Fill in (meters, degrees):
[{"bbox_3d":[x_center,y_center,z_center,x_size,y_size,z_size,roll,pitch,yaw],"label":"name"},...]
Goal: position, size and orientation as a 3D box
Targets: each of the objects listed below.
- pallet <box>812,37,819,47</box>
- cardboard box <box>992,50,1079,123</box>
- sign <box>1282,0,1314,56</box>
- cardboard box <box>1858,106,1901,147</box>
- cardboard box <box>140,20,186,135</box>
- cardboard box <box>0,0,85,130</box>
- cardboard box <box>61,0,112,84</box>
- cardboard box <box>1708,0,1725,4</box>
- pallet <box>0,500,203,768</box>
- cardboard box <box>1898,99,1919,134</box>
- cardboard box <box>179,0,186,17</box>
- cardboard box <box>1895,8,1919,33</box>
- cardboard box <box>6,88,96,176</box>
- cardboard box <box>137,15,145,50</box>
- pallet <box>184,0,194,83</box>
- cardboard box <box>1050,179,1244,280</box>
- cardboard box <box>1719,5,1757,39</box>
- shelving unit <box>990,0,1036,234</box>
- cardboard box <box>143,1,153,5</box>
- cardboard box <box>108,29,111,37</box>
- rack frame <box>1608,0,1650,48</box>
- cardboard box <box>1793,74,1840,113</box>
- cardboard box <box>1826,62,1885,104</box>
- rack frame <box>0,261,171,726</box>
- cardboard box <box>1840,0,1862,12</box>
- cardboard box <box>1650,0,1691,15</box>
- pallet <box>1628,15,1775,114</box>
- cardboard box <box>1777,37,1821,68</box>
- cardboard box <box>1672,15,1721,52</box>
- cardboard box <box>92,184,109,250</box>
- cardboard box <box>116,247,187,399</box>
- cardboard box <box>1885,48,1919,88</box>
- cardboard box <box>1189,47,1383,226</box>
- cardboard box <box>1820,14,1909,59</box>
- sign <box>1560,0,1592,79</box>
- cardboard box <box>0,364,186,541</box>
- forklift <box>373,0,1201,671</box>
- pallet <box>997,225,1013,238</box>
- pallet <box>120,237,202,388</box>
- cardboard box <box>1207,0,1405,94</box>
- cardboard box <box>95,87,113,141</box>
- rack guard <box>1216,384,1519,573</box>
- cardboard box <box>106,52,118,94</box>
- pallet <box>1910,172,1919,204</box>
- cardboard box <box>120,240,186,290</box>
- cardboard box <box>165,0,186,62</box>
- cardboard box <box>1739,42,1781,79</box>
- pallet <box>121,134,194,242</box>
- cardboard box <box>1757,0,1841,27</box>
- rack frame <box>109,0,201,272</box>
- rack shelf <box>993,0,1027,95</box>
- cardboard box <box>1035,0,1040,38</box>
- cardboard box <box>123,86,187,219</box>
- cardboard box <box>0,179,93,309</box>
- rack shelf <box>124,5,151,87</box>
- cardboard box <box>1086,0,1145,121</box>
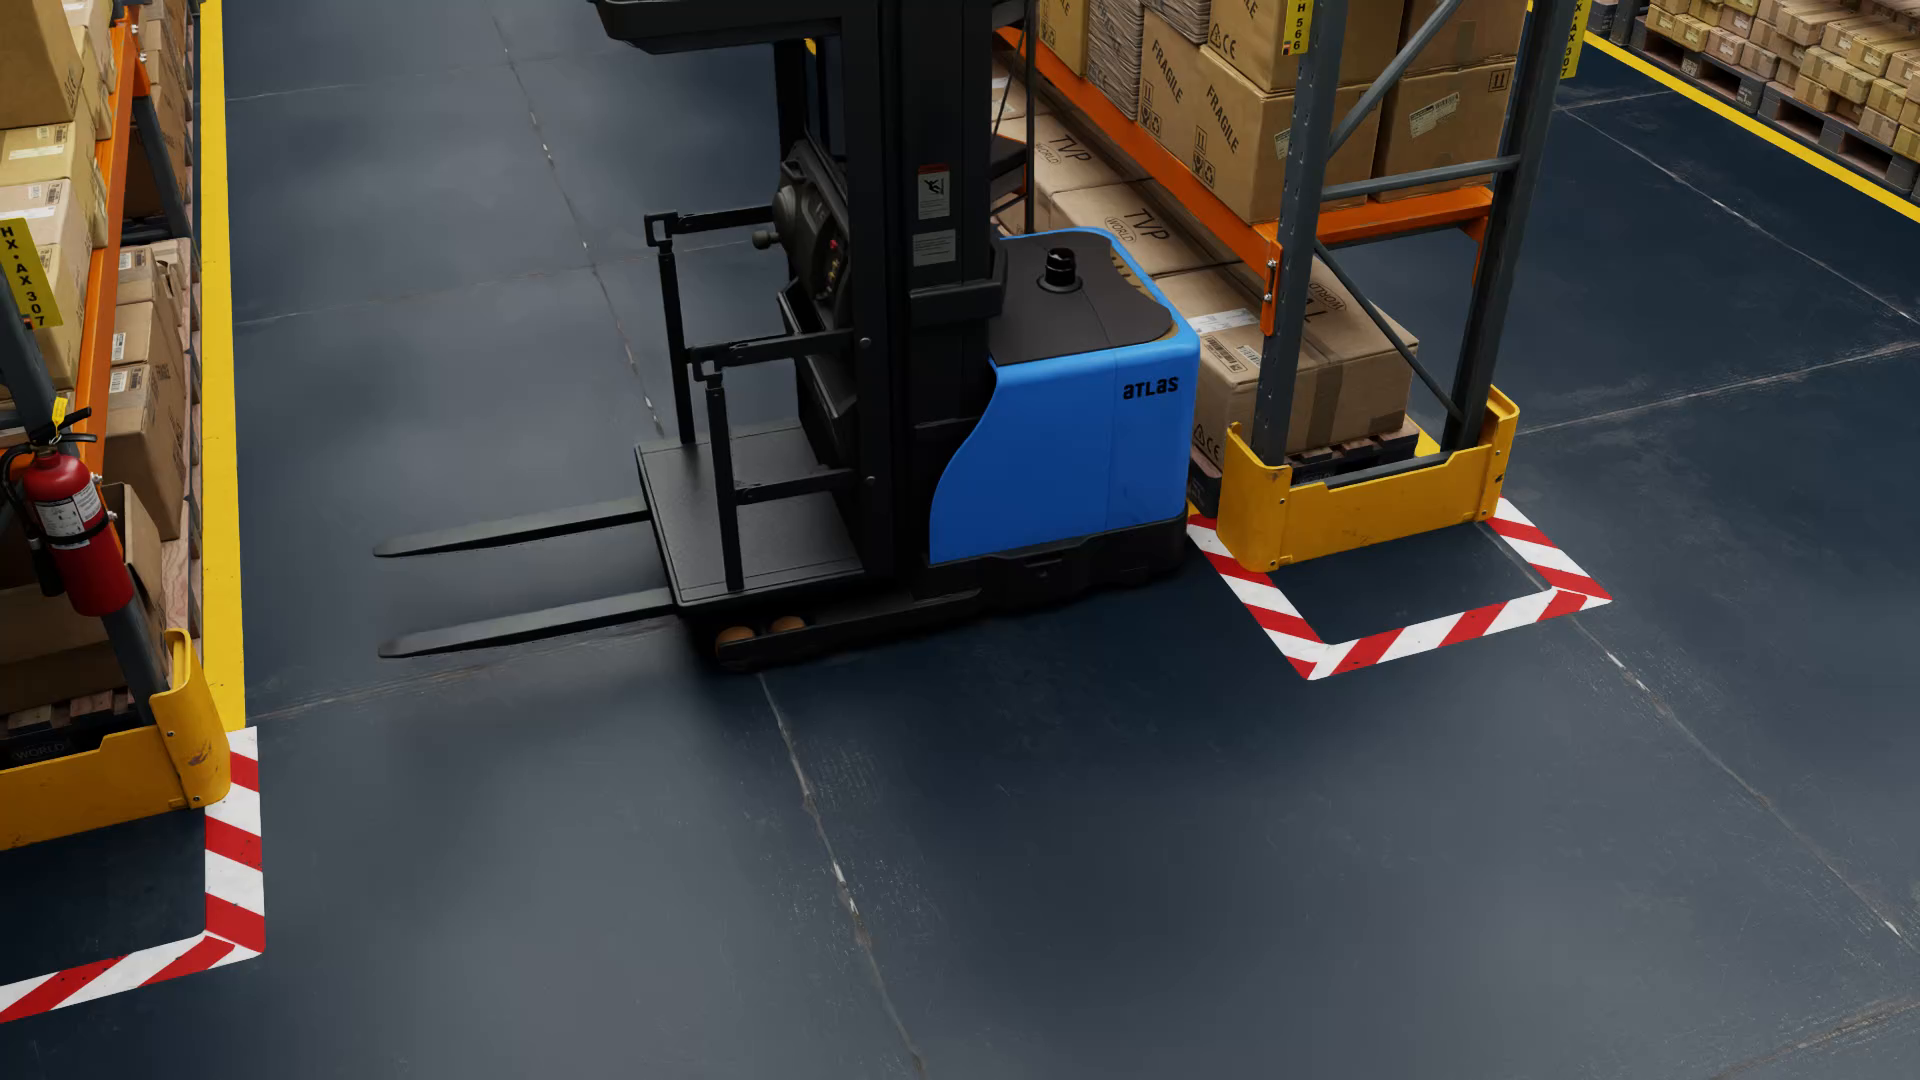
[{"bbox_3d":[-0.511,-3.544,11.279,1.003,0.211,1.213,-12,39,-16],"label":"pallet"},{"bbox_3d":[0.364,-2.314,9.110,0.875,0.438,0.875,-13,39,-17],"label":"cardboard box"},{"bbox_3d":[1.111,-1.740,5.407,0.100,0.325,0.005,-12,39,-16],"label":"sign"},{"bbox_3d":[5.349,-2.370,9.424,0.380,0.149,0.250,-12,39,-15],"label":"cardboard box"},{"bbox_3d":[-4.726,-2.588,9.421,0.500,0.500,0.500,-14,39,-17],"label":"cardboard box"},{"bbox_3d":[-3.454,-1.775,5.868,0.500,0.500,0.500,-11,38,-15],"label":"cardboard box"},{"bbox_3d":[-3.820,-2.059,6.867,0.500,0.250,0.500,-12,39,-16],"label":"cardboard box"},{"bbox_3d":[4.825,-3.490,10.416,0.380,0.149,0.250,-11,38,-14],"label":"cardboard box"},{"bbox_3d":[-3.335,0.364,6.092,1.003,0.211,1.213,-12,39,-16],"label":"pallet"},{"bbox_3d":[5.418,-2.339,9.135,0.380,0.149,0.250,-12,39,-15],"label":"cardboard box"},{"bbox_3d":[-5.440,-3.752,10.966,0.500,0.500,0.500,-11,38,-15],"label":"cardboard box"},{"bbox_3d":[5.746,-3.027,9.801,0.380,0.149,0.250,-14,39,-18],"label":"cardboard box"},{"bbox_3d":[-3.484,-1.483,6.103,0.500,0.250,0.500,-13,39,-17],"label":"cardboard box"},{"bbox_3d":[-4.709,-2.787,9.146,0.380,0.149,0.250,-13,39,-16],"label":"cardboard box"},{"bbox_3d":[-5.566,-3.233,10.867,1.003,0.211,1.213,-12,39,-16],"label":"pallet"},{"bbox_3d":[0.981,-1.299,7.762,0.875,0.438,0.875,-11,38,-15],"label":"cardboard box"},{"bbox_3d":[4.975,-3.251,10.346,0.380,0.149,0.250,-13,39,-16],"label":"cardboard box"},{"bbox_3d":[-0.014,-1.440,6.907,0.503,2.100,0.431,26,45,32],"label":"shelving unit"},{"bbox_3d":[-4.949,-3.224,9.726,0.380,0.149,0.250,-14,39,-18],"label":"cardboard box"},{"bbox_3d":[-4.064,-2.289,7.504,0.380,0.149,0.250,-12,39,-15],"label":"cardboard box"},{"bbox_3d":[4.862,-4.629,10.402,1.000,3.000,0.127,-12,39,-16],"label":"rack frame"},{"bbox_3d":[5.170,-2.661,9.810,0.380,0.149,0.250,-13,39,-17],"label":"cardboard box"},{"bbox_3d":[5.226,-2.637,9.532,0.380,0.149,0.250,-12,39,-15],"label":"cardboard box"},{"bbox_3d":[-3.034,-0.257,4.598,1.000,3.000,0.127,-12,39,-16],"label":"rack frame"},{"bbox_3d":[5.462,-3.310,10.178,0.380,0.149,0.250,-11,38,-14],"label":"cardboard box"},{"bbox_3d":[4.686,-3.505,10.684,0.380,0.149,0.250,-11,38,-14],"label":"cardboard box"},{"bbox_3d":[5.126,-3.143,10.747,1.003,0.211,1.213,-12,39,-16],"label":"pallet"},{"bbox_3d":[5.138,-2.938,9.930,0.380,0.149,0.250,-11,38,-14],"label":"cardboard box"},{"bbox_3d":[4.777,-3.235,10.572,0.380,0.149,0.250,-11,38,-15],"label":"cardboard box"},{"bbox_3d":[-3.286,-1.138,5.976,0.380,0.149,0.250,-14,39,-17],"label":"cardboard box"},{"bbox_3d":[-3.770,-0.869,7.139,0.700,0.500,0.500,-14,39,-18],"label":"cardboard box"},{"bbox_3d":[5.416,-2.628,9.271,0.380,0.149,0.250,-14,39,-17],"label":"cardboard box"},{"bbox_3d":[1.211,-1.545,6.225,0.500,0.500,0.500,-12,39,-16],"label":"cardboard box"},{"bbox_3d":[5.251,-2.917,9.656,0.380,0.149,0.250,-14,39,-18],"label":"cardboard box"},{"bbox_3d":[2.148,-1.776,5.829,0.100,0.325,0.005,-12,39,-16],"label":"sign"},{"bbox_3d":[-3.413,-0.283,6.361,0.700,0.500,0.500,-11,38,-14],"label":"cardboard box"},{"bbox_3d":[-0.694,-1.045,5.701,3.031,2.935,1.130,-11,38,-14],"label":"forklift"},{"bbox_3d":[0.860,-1.297,8.296,1.003,0.211,1.213,-12,39,-16],"label":"pallet"},{"bbox_3d":[-4.175,-1.015,7.922,1.003,0.211,1.213,-12,39,-16],"label":"pallet"},{"bbox_3d":[1.236,-1.949,5.931,0.500,0.500,0.500,-11,38,-14],"label":"cardboard box"},{"bbox_3d":[-3.662,-1.712,6.739,0.380,0.149,0.250,-13,39,-17],"label":"cardboard box"},{"bbox_3d":[1.633,-0.275,6.700,1.175,0.500,0.348,-12,39,-16],"label":"rack guard"},{"bbox_3d":[-3.842,-2.004,7.127,0.380,0.149,0.250,-11,38,-15],"label":"cardboard box"},{"bbox_3d":[5.966,-1.764,8.917,1.003,0.211,1.213,-12,39,-16],"label":"pallet"},{"bbox_3d":[-3.943,-1.292,7.993,0.380,0.149,0.250,-14,39,-17],"label":"cardboard box"},{"bbox_3d":[-5.095,-3.172,10.196,0.500,0.500,0.500,-11,38,-14],"label":"cardboard box"},{"bbox_3d":[5.045,-2.972,10.224,0.380,0.149,0.250,-13,39,-17],"label":"cardboard box"},{"bbox_3d":[-4.726,-1.855,9.037,1.003,0.211,1.213,-12,39,-16],"label":"pallet"},{"bbox_3d":[5.069,-3.215,10.051,0.380,0.149,0.250,-13,39,-17],"label":"cardboard box"},{"bbox_3d":[-4.411,-2.517,7.598,1.000,3.000,0.127,-12,39,-16],"label":"rack frame"},{"bbox_3d":[-0.027,-1.990,6.496,0.480,0.518,0.431,26,45,32],"label":"rack shelf"},{"bbox_3d":[0.499,-2.700,7.758,0.500,0.500,0.500,-12,39,-16],"label":"cardboard box"},{"bbox_3d":[-4.366,-2.006,8.649,0.500,0.500,0.500,-11,38,-14],"label":"cardboard box"},{"bbox_3d":[-3.111,-0.913,5.346,0.500,0.250,0.500,-12,39,-15],"label":"cardboard box"},{"bbox_3d":[-5.099,-3.359,9.315,1.077,0.370,4.000,-12,39,-16],"label":"rack shelf"},{"bbox_3d":[0.866,-2.120,6.988,0.500,0.500,0.500,-11,38,-15],"label":"cardboard box"}]
